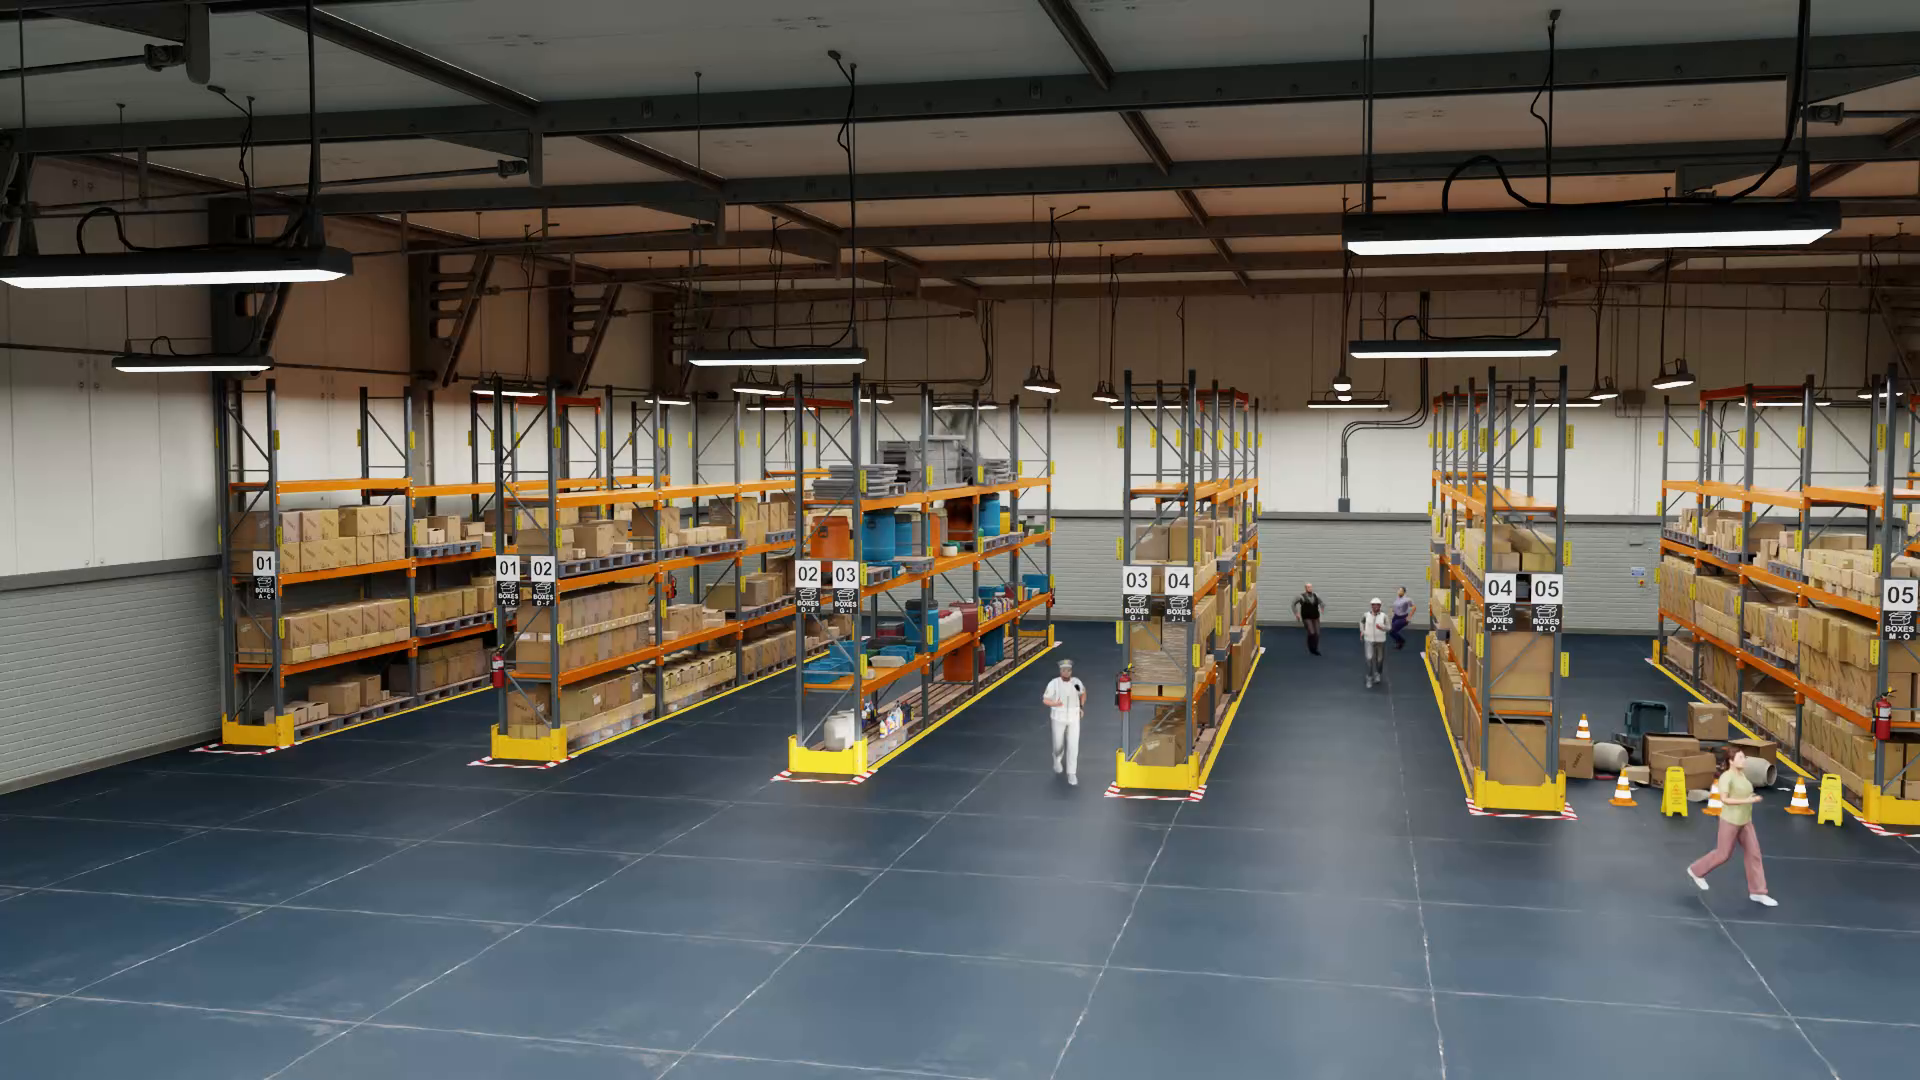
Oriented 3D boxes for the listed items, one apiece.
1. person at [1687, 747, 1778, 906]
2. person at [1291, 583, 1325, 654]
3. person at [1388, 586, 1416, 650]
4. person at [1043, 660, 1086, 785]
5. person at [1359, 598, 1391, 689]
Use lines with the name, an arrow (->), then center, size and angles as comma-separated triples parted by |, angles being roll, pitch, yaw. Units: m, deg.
person -> 8.389, 3.066, 18.020 | 0.575, 1.643, 0.970 | -2, 4, -35
person -> 8.128, 1.841, 38.625 | 0.779, 1.678, 0.589 | -1, 3, -11
person -> 10.438, 1.870, 39.457 | 0.562, 1.558, 0.755 | -1, 4, -16
person -> 1.551, 2.626, 24.369 | 0.665, 1.760, 0.967 | 0, 3, -4
person -> 8.435, 2.077, 33.805 | 0.635, 1.817, 0.836 | 1, 4, 14
